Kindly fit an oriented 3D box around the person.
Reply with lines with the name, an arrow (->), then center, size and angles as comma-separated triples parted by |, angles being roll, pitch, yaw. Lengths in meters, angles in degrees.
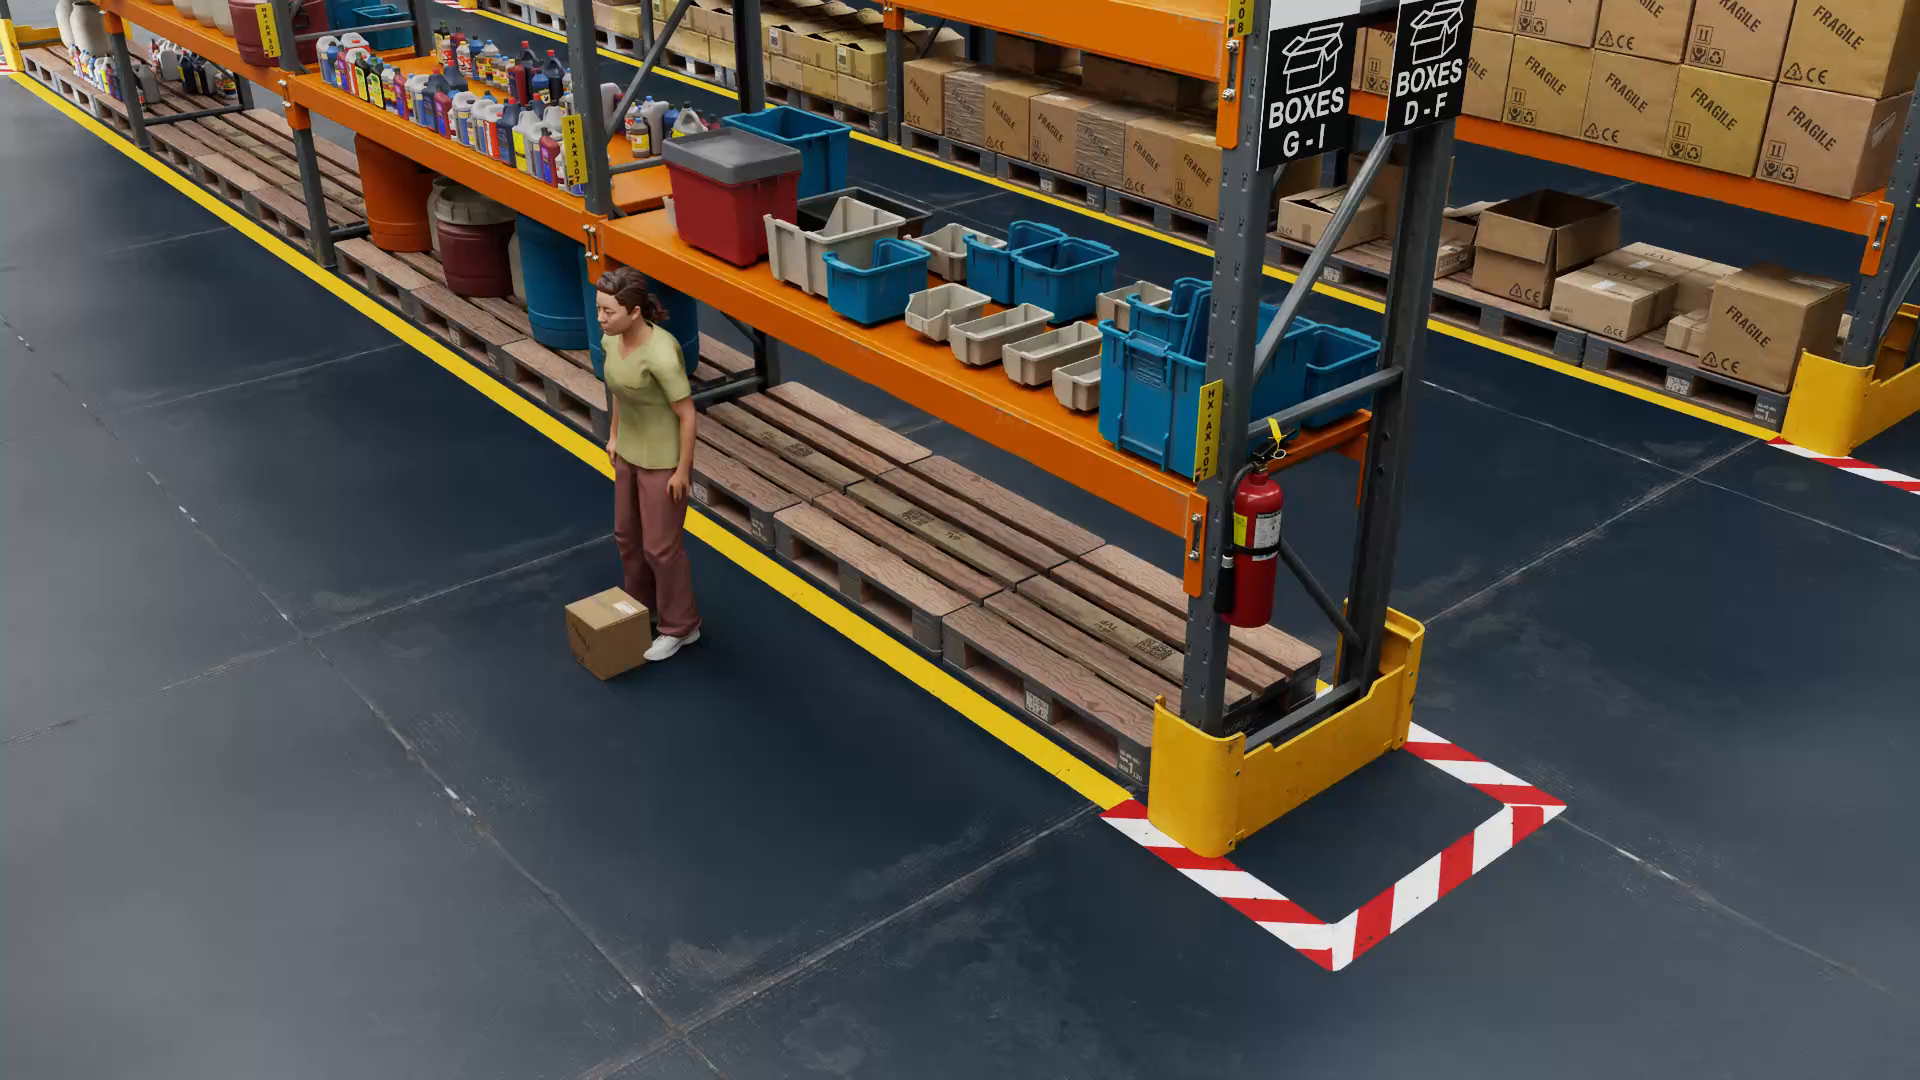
person -> -1.271, -0.314, 6.709 | 0.347, 1.672, 0.521 | -24, 37, -38
